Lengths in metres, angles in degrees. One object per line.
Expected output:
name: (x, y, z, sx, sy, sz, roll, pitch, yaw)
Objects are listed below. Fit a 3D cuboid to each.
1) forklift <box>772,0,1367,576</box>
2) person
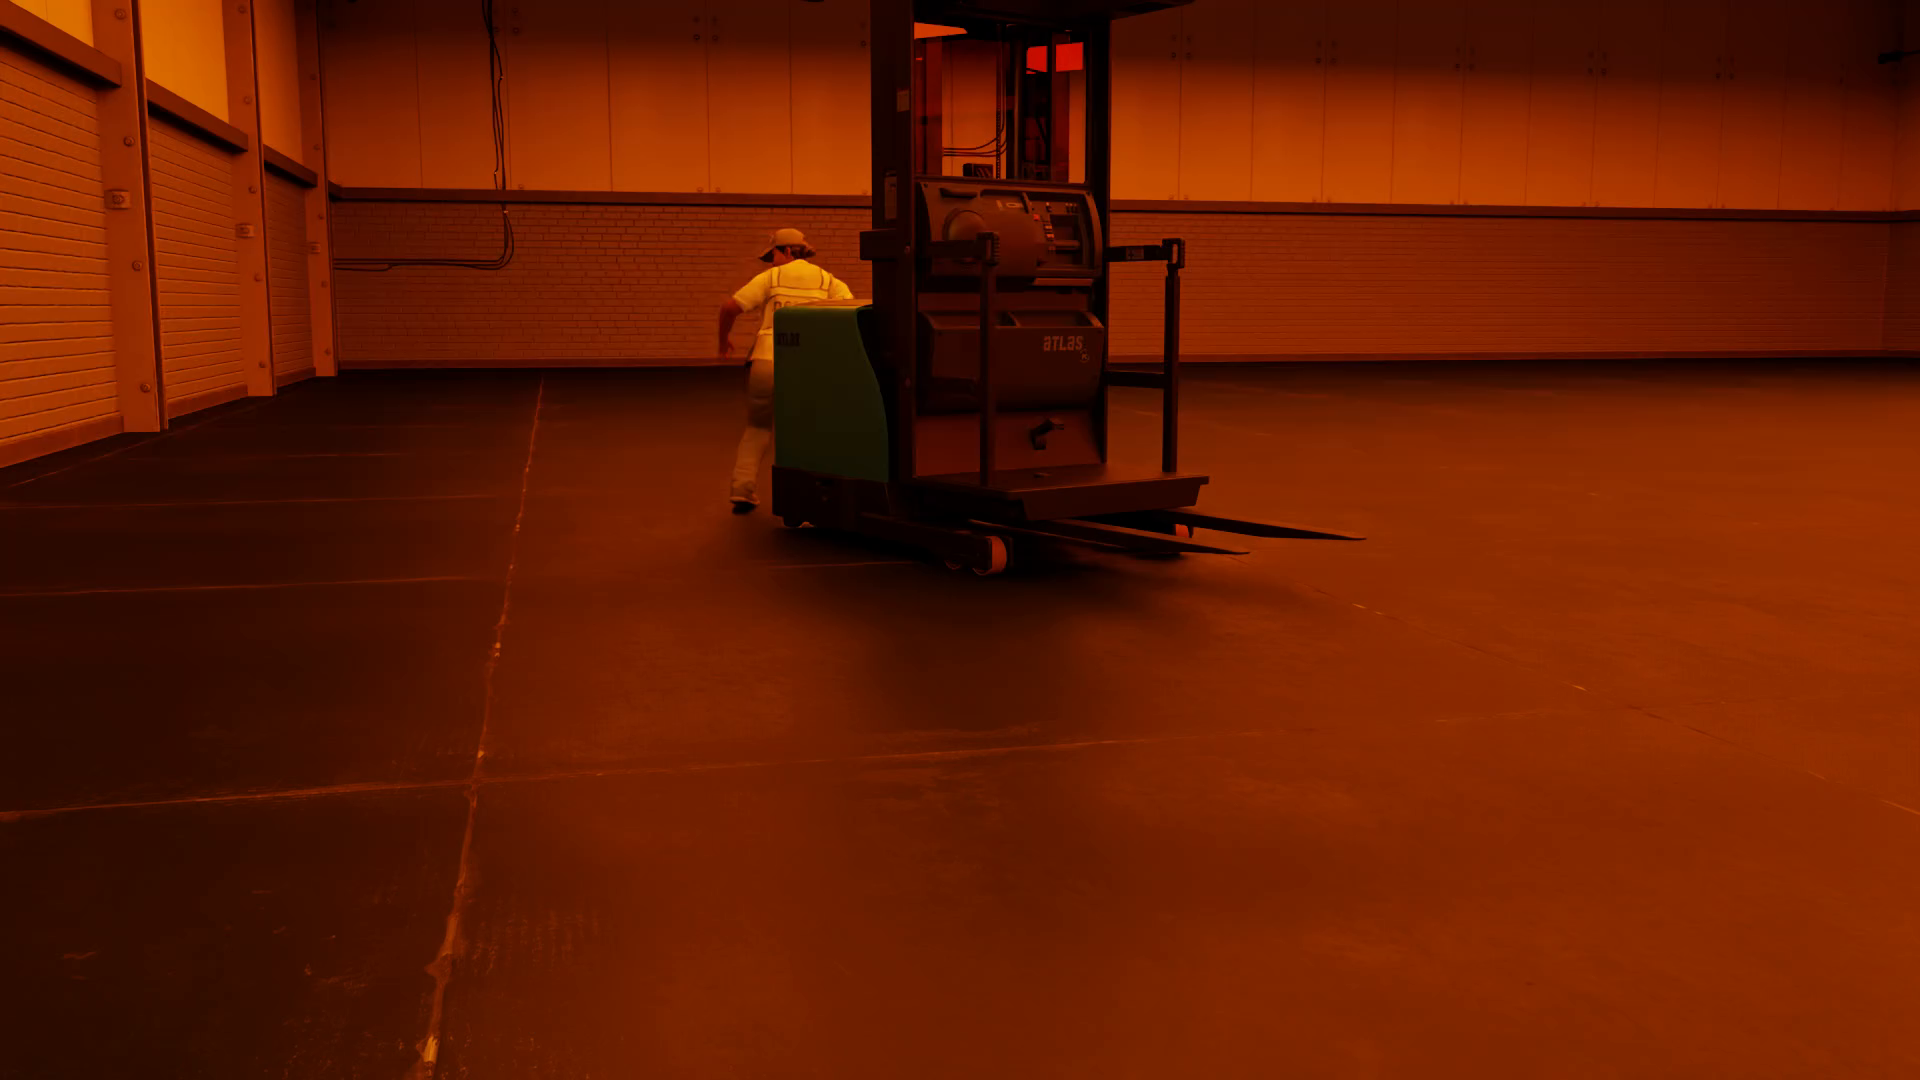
forklift: (0.355, -1.383, 7.015, 1.130, 2.935, 3.031, -6, 10, -35)
person: (-0.826, -0.872, 8.860, 0.936, 1.568, 0.520, -1, 8, -4)
